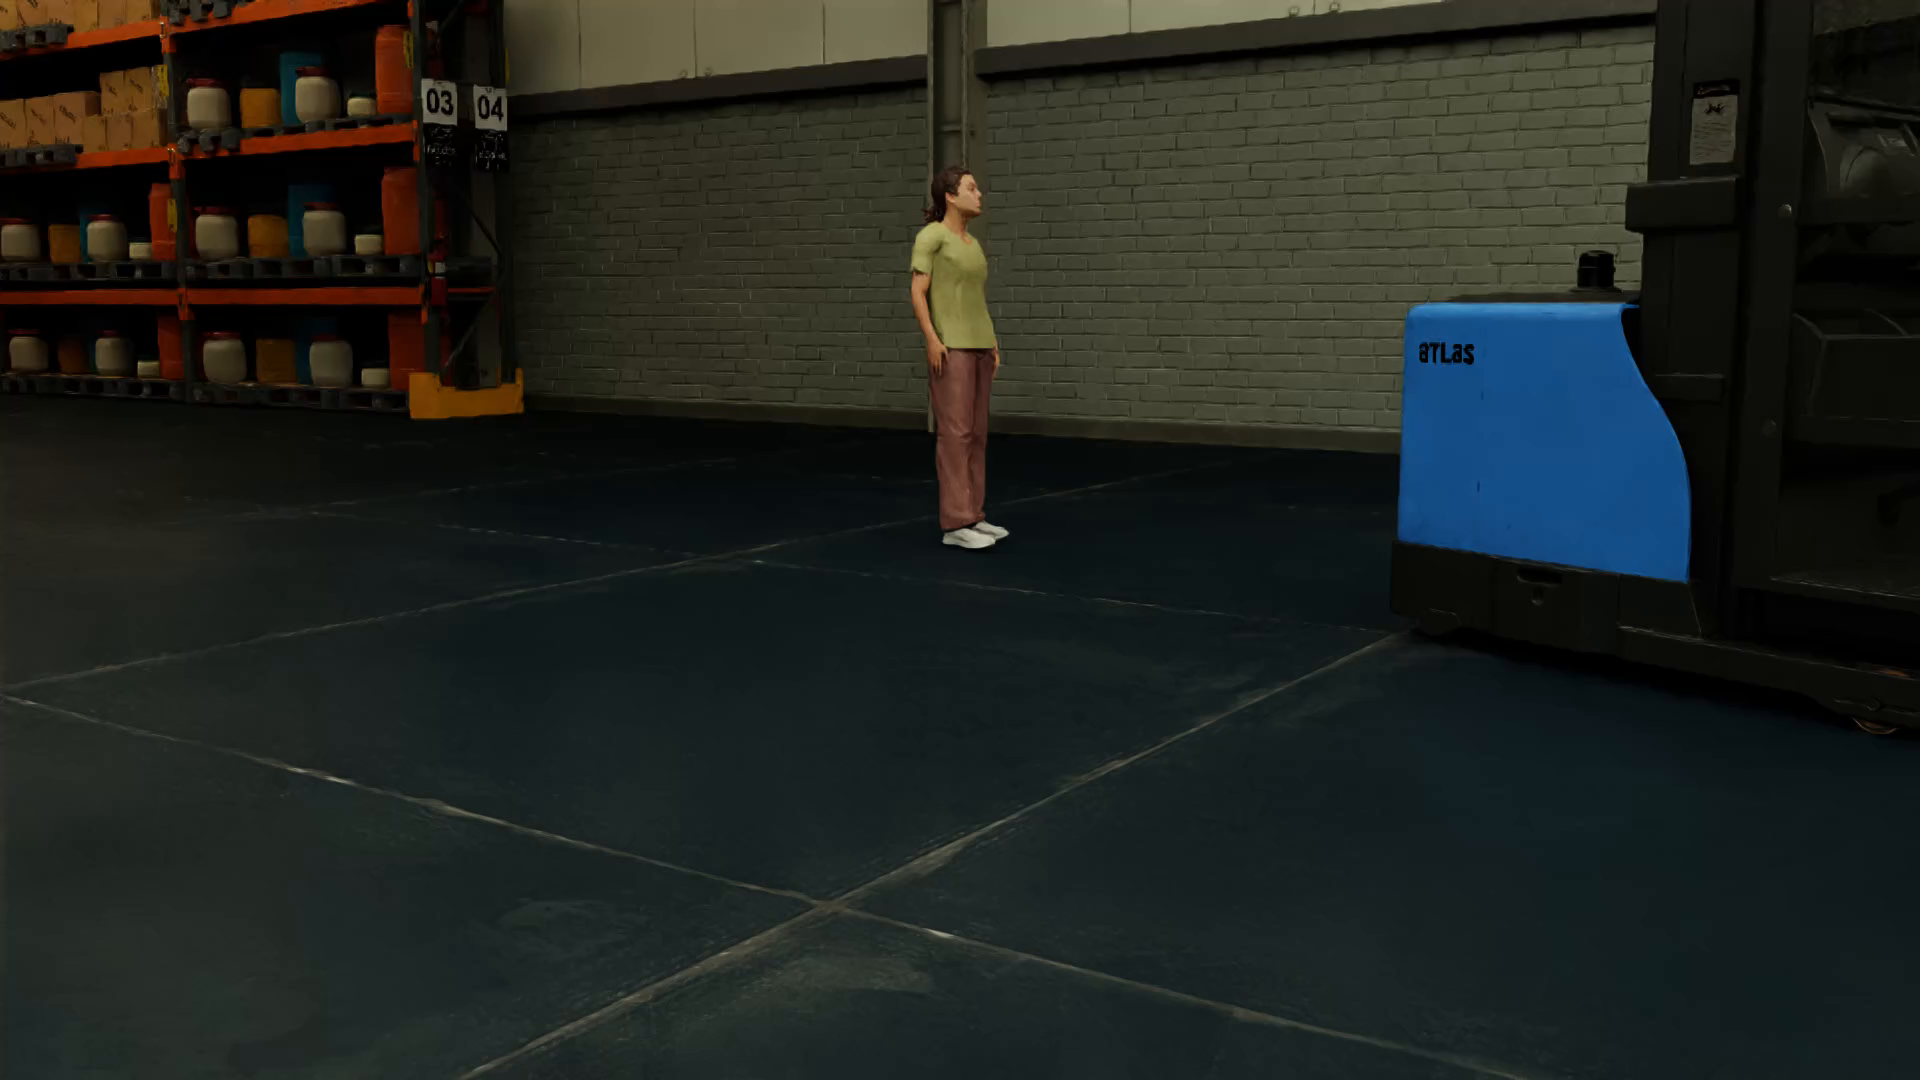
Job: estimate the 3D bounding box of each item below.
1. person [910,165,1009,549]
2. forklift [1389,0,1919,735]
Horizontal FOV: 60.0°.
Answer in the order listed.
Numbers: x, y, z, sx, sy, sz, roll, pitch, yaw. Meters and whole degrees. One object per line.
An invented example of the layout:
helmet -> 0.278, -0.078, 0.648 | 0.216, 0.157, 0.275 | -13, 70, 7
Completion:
person -> 0.055, -0.829, 7.435 | 0.548, 1.674, 0.554 | 5, 10, 34
forklift -> 2.678, -1.018, 4.350 | 1.130, 2.935, 3.031 | -6, 10, -36
